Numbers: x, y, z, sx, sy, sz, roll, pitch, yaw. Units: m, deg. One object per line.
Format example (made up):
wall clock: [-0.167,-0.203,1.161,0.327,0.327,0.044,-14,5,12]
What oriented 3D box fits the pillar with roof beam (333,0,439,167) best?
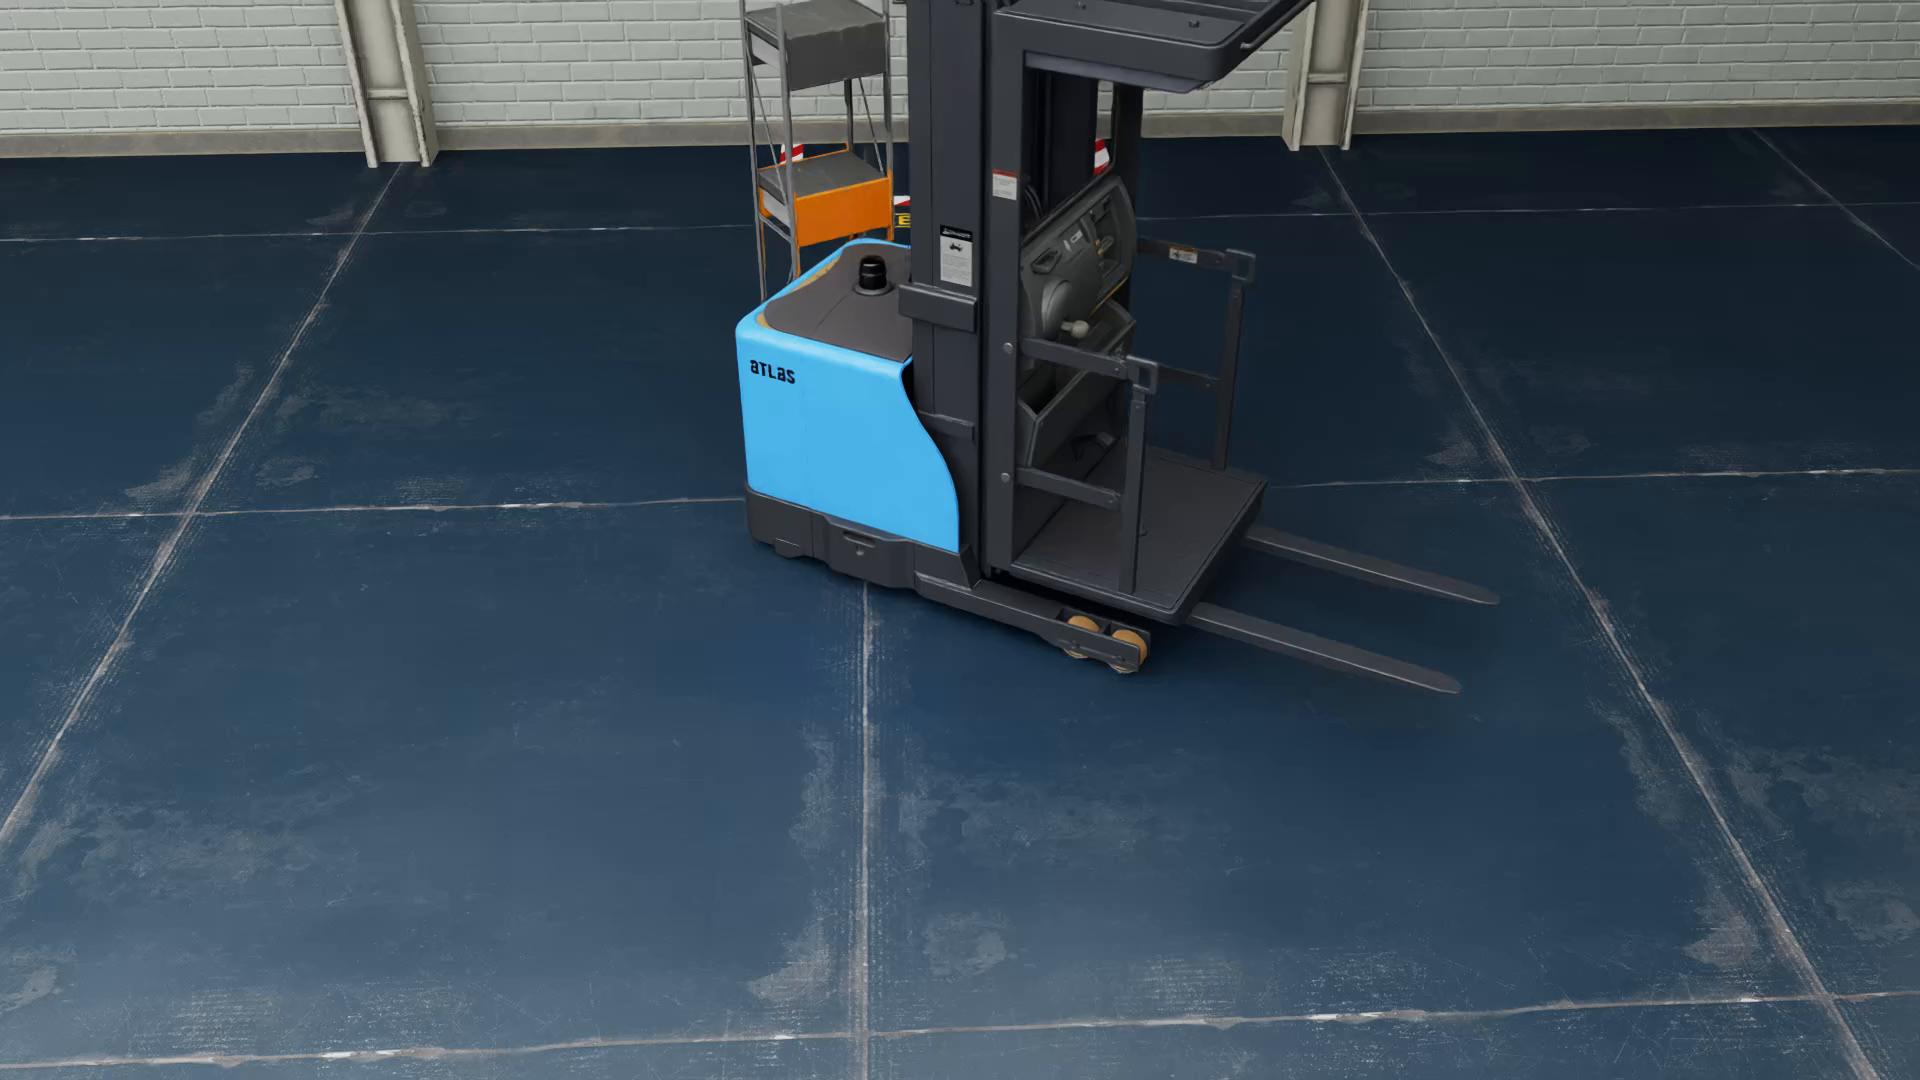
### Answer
pillar with roof beam: [-3.422,-3.749,4.760,0.400,9.000,9.100,-2,35,-2]

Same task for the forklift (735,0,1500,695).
forklift: [0.631,-1.033,6.166,3.031,2.935,1.130,17,38,23]

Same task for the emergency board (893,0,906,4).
emergency board: [-0.112,-3.857,10.187,0.626,1.169,0.157,-2,35,-2]

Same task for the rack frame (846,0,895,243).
rack frame: [-0.403,-1.527,7.611,0.015,2.100,0.400,-19,39,-25]

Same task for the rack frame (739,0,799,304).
rack frame: [-0.821,-1.383,7.403,0.015,2.100,0.400,-19,39,-25]

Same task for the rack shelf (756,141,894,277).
rack shelf: [-0.612,-1.443,7.515,0.480,0.518,0.431,-19,39,-25]

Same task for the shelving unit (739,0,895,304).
shelving unit: [-0.612,-1.455,7.507,0.503,2.100,0.431,-19,39,-25]

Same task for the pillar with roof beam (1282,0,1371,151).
pillar with roof beam: [2.572,-3.911,4.994,0.400,9.000,9.100,-2,35,-2]

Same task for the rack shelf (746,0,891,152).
rack shelf: [-0.612,-2.019,7.116,0.480,0.518,0.431,-19,39,-25]
